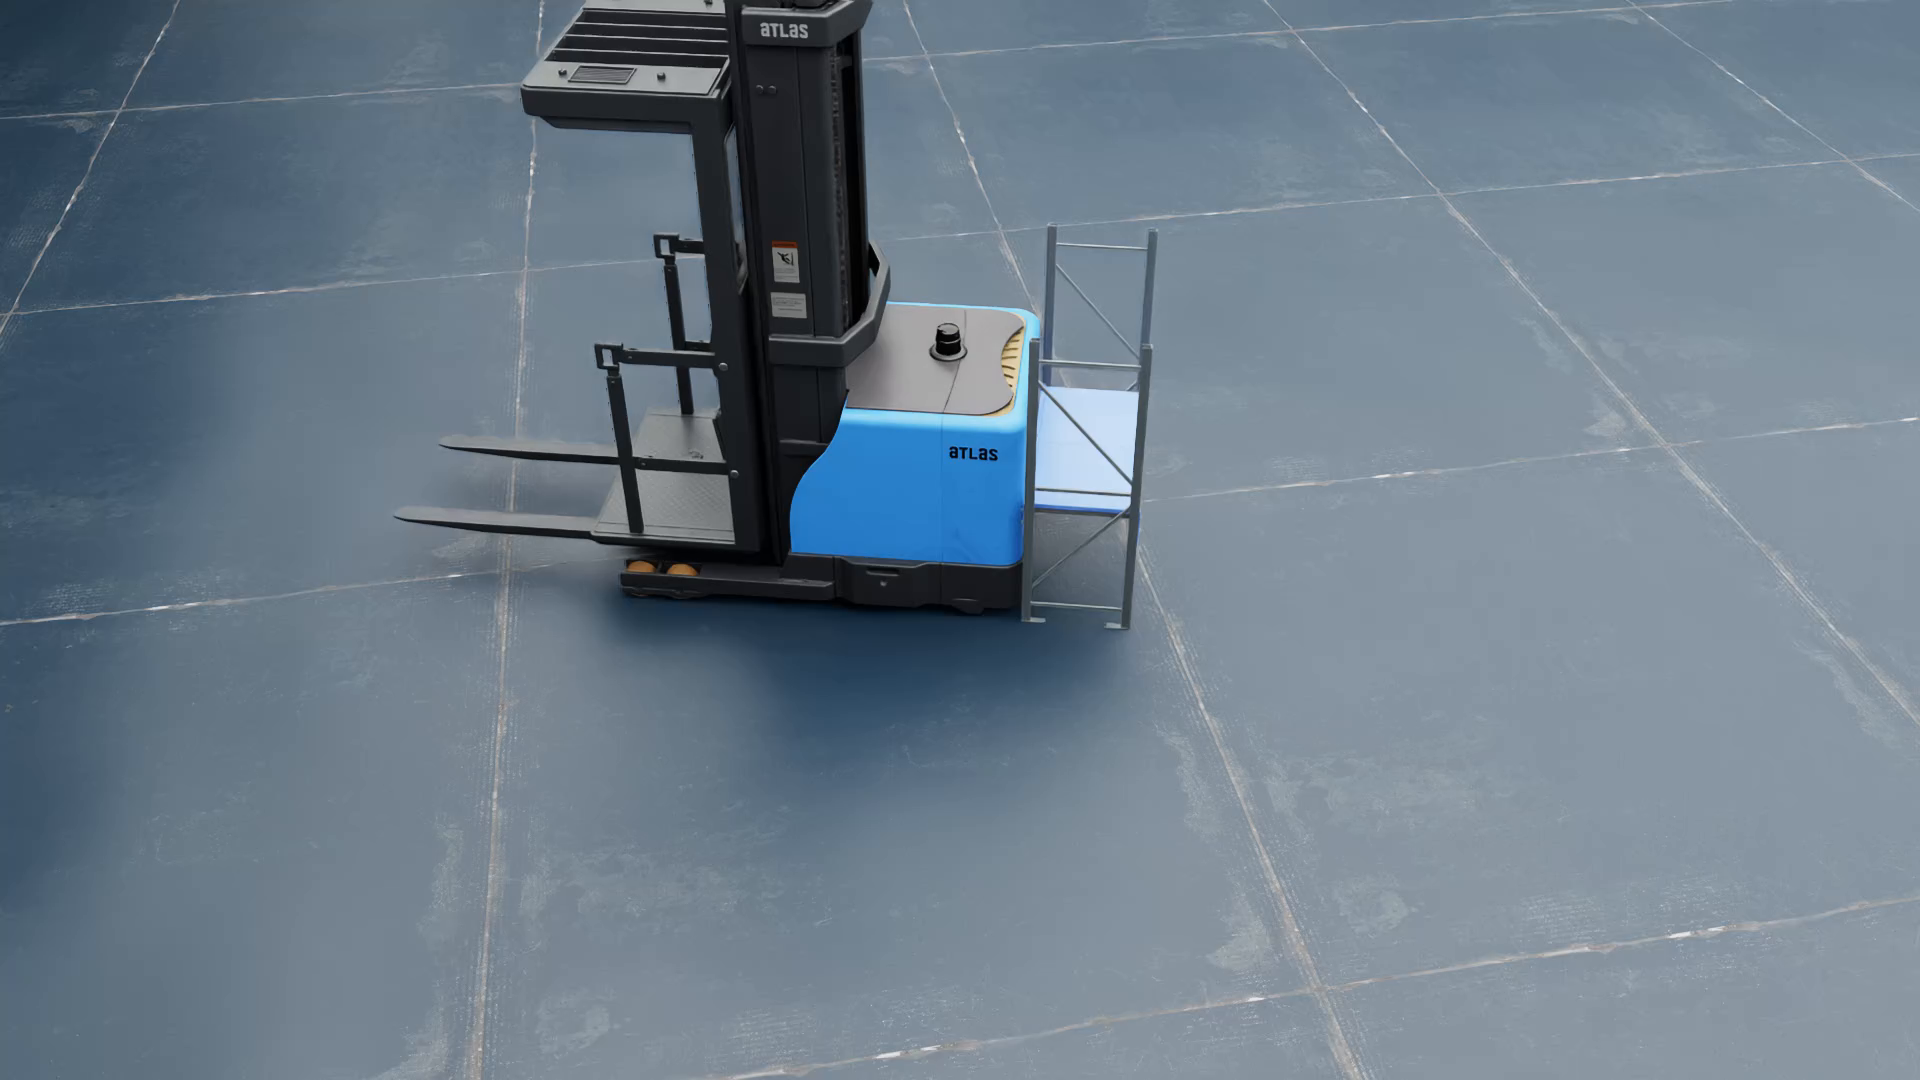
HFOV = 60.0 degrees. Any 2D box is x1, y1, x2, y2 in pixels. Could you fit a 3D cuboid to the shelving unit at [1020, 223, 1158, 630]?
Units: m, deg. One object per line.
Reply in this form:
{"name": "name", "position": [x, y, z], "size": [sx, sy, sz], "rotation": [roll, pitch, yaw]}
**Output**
{"name": "shelving unit", "position": [0.589, -0.515, 7.590], "size": [0.538, 1.500, 1.048], "rotation": [4, 38, 5]}

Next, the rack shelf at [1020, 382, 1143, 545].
{"name": "rack shelf", "position": [0.589, -0.373, 7.701], "size": [0.538, 0.185, 1.000], "rotation": [4, 38, 5]}

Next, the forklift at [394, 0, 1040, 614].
{"name": "forklift", "position": [-1.163, -1.198, 7.303], "size": [3.031, 2.935, 1.130], "rotation": [4, 38, 5]}

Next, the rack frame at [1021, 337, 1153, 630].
{"name": "rack frame", "position": [0.530, -0.205, 7.192], "size": [0.500, 1.500, 0.032], "rotation": [4, 38, 5]}

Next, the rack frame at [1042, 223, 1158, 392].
{"name": "rack frame", "position": [0.647, -0.825, 7.989], "size": [0.500, 1.500, 0.032], "rotation": [4, 38, 5]}
